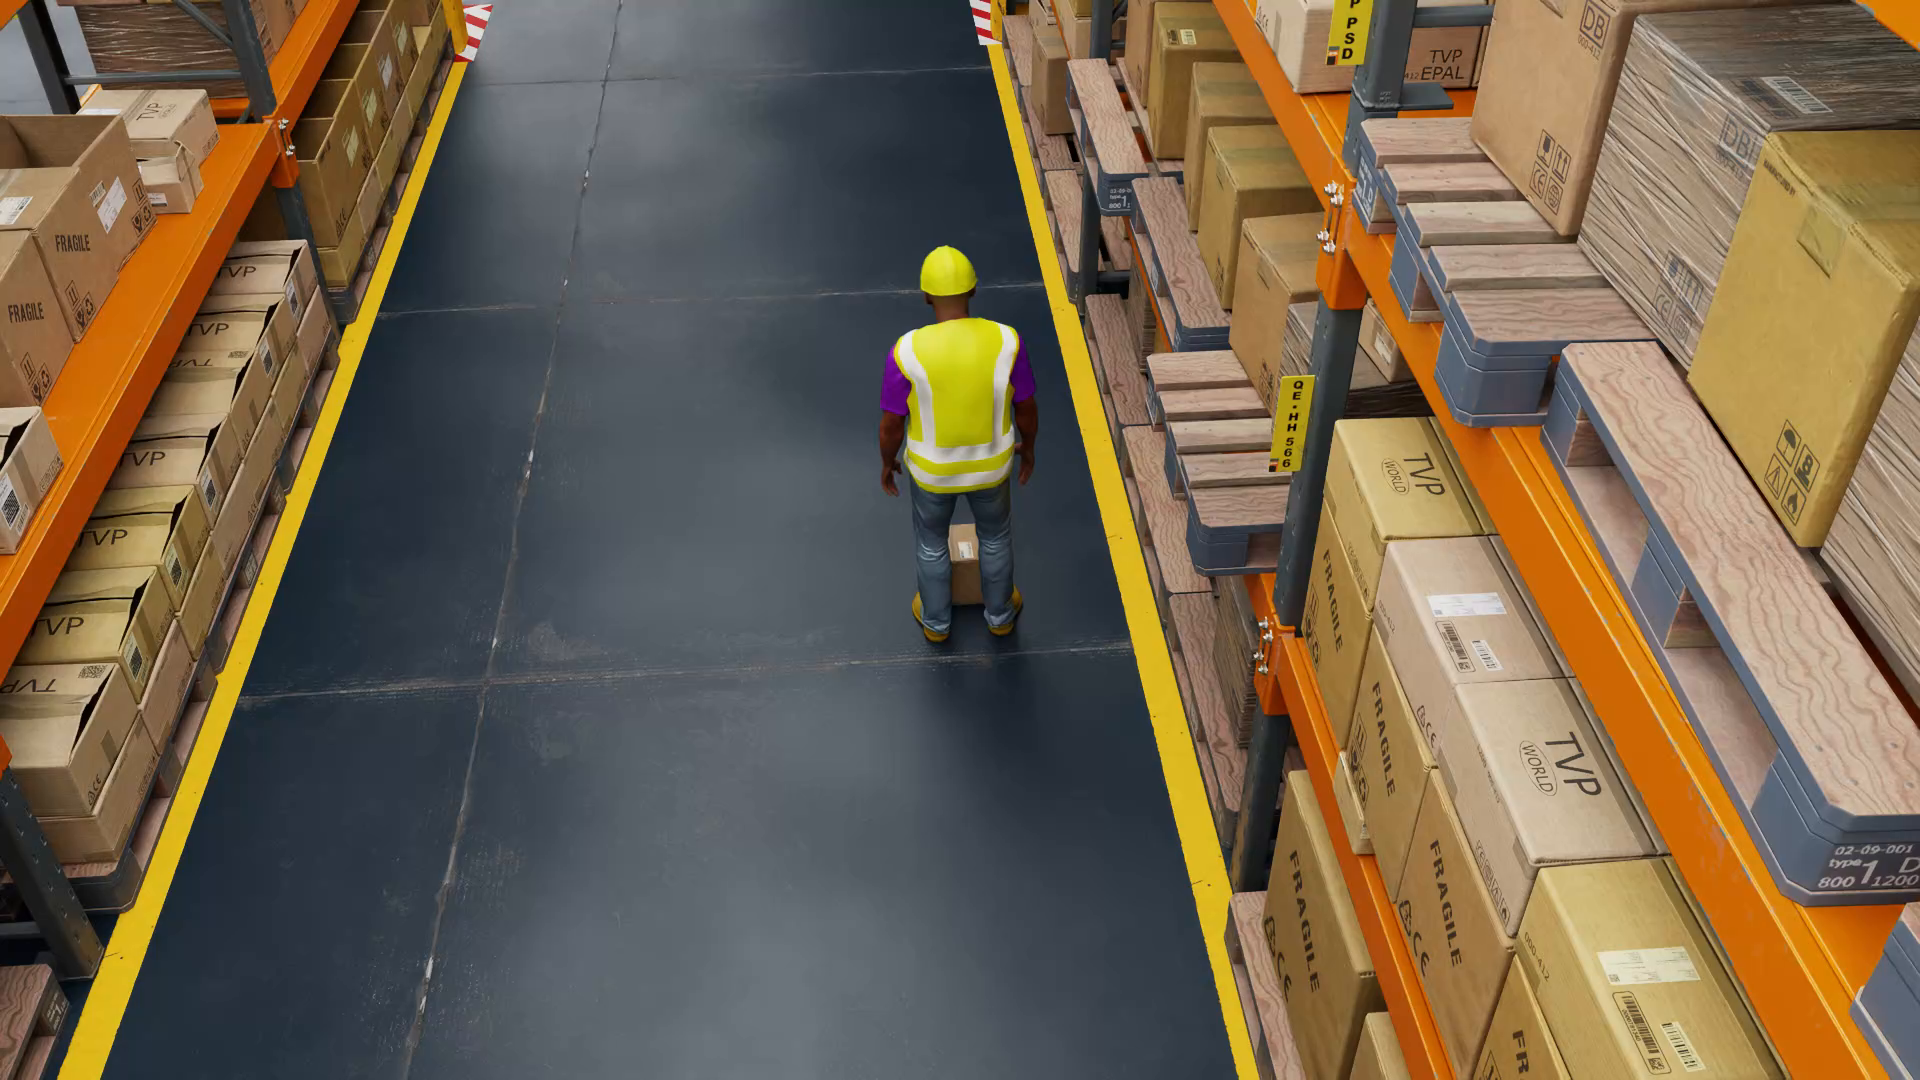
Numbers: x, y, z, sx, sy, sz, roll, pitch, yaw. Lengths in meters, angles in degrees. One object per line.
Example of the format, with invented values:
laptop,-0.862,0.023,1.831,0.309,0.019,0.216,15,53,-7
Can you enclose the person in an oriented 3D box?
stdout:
person,-0.002,-0.342,6.563,0.628,1.761,0.461,-3,39,-4
